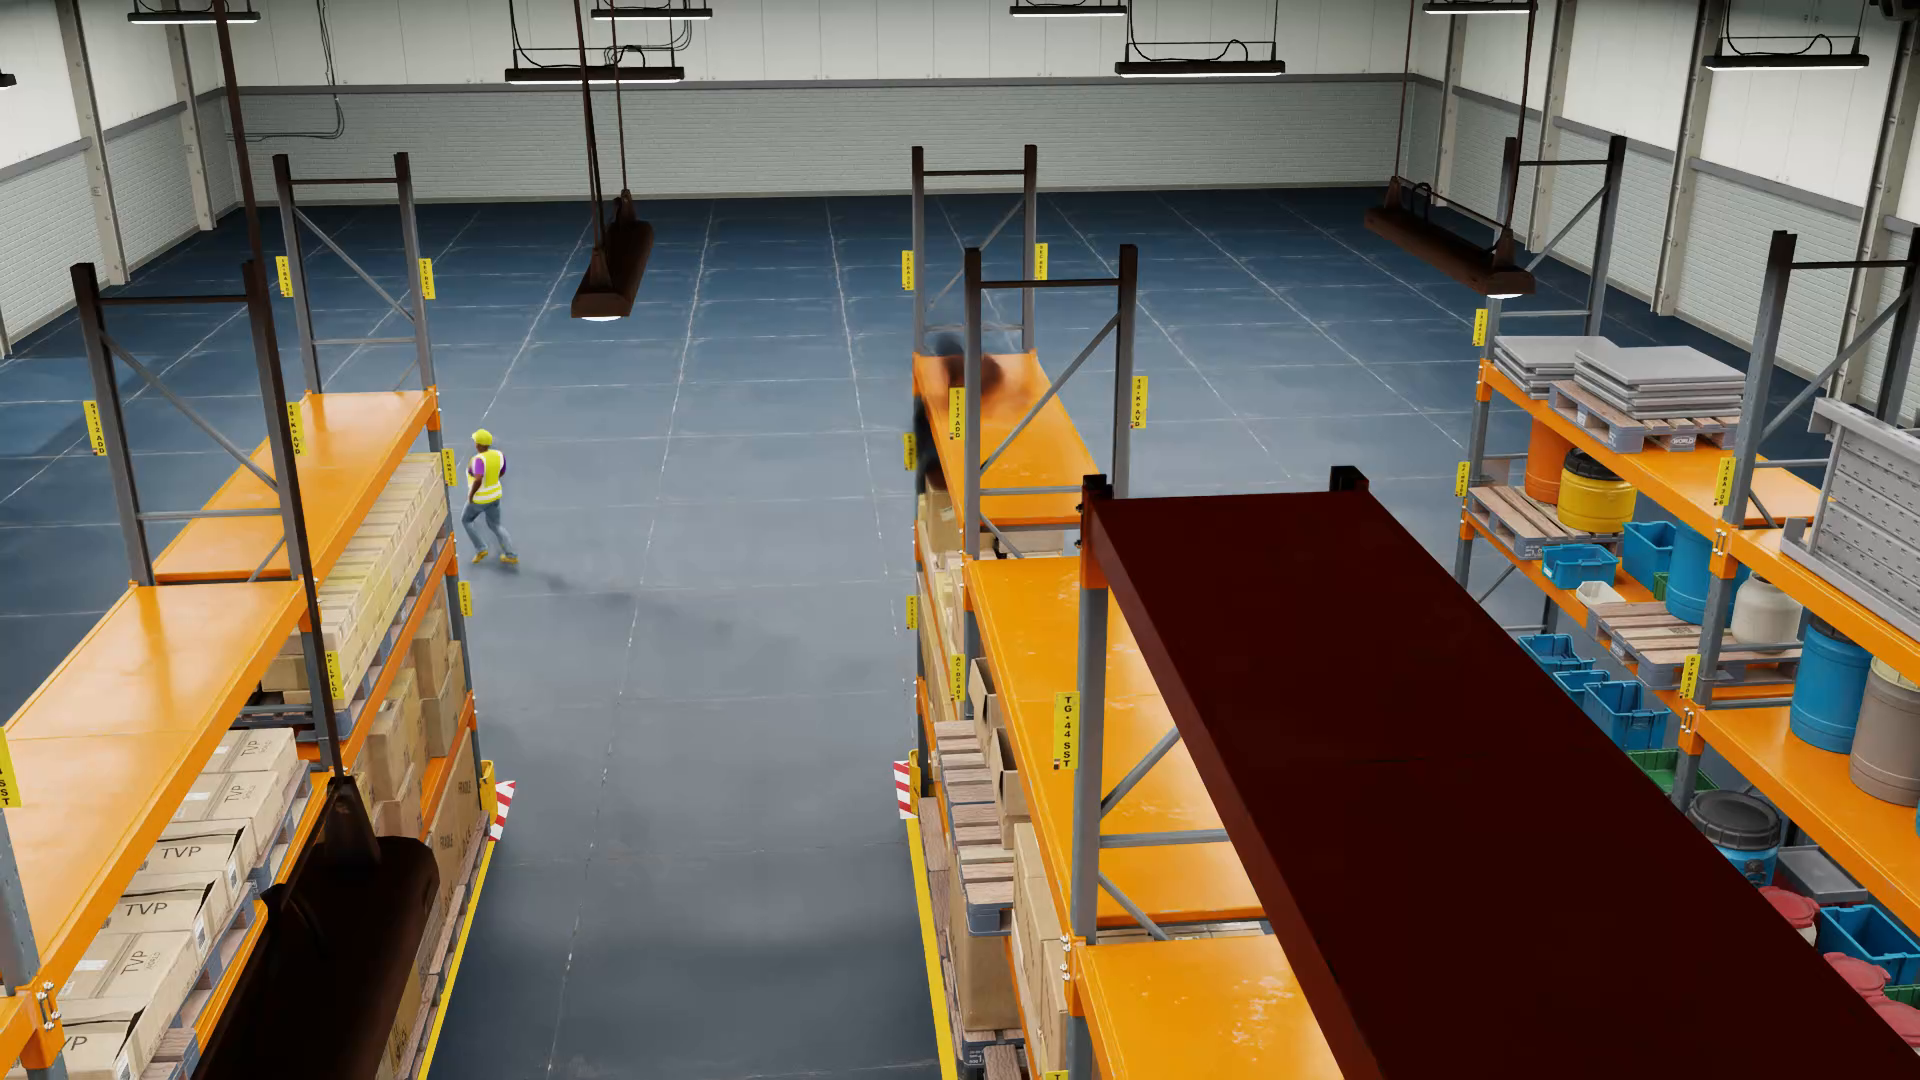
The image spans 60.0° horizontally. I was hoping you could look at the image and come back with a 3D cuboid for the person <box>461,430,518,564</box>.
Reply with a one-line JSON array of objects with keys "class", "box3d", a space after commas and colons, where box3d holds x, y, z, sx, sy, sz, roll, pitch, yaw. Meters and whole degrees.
[{"class": "person", "box3d": [-5.875, -0.497, 20.573, 0.741, 1.794, 0.707, 13, 25, 30]}]
